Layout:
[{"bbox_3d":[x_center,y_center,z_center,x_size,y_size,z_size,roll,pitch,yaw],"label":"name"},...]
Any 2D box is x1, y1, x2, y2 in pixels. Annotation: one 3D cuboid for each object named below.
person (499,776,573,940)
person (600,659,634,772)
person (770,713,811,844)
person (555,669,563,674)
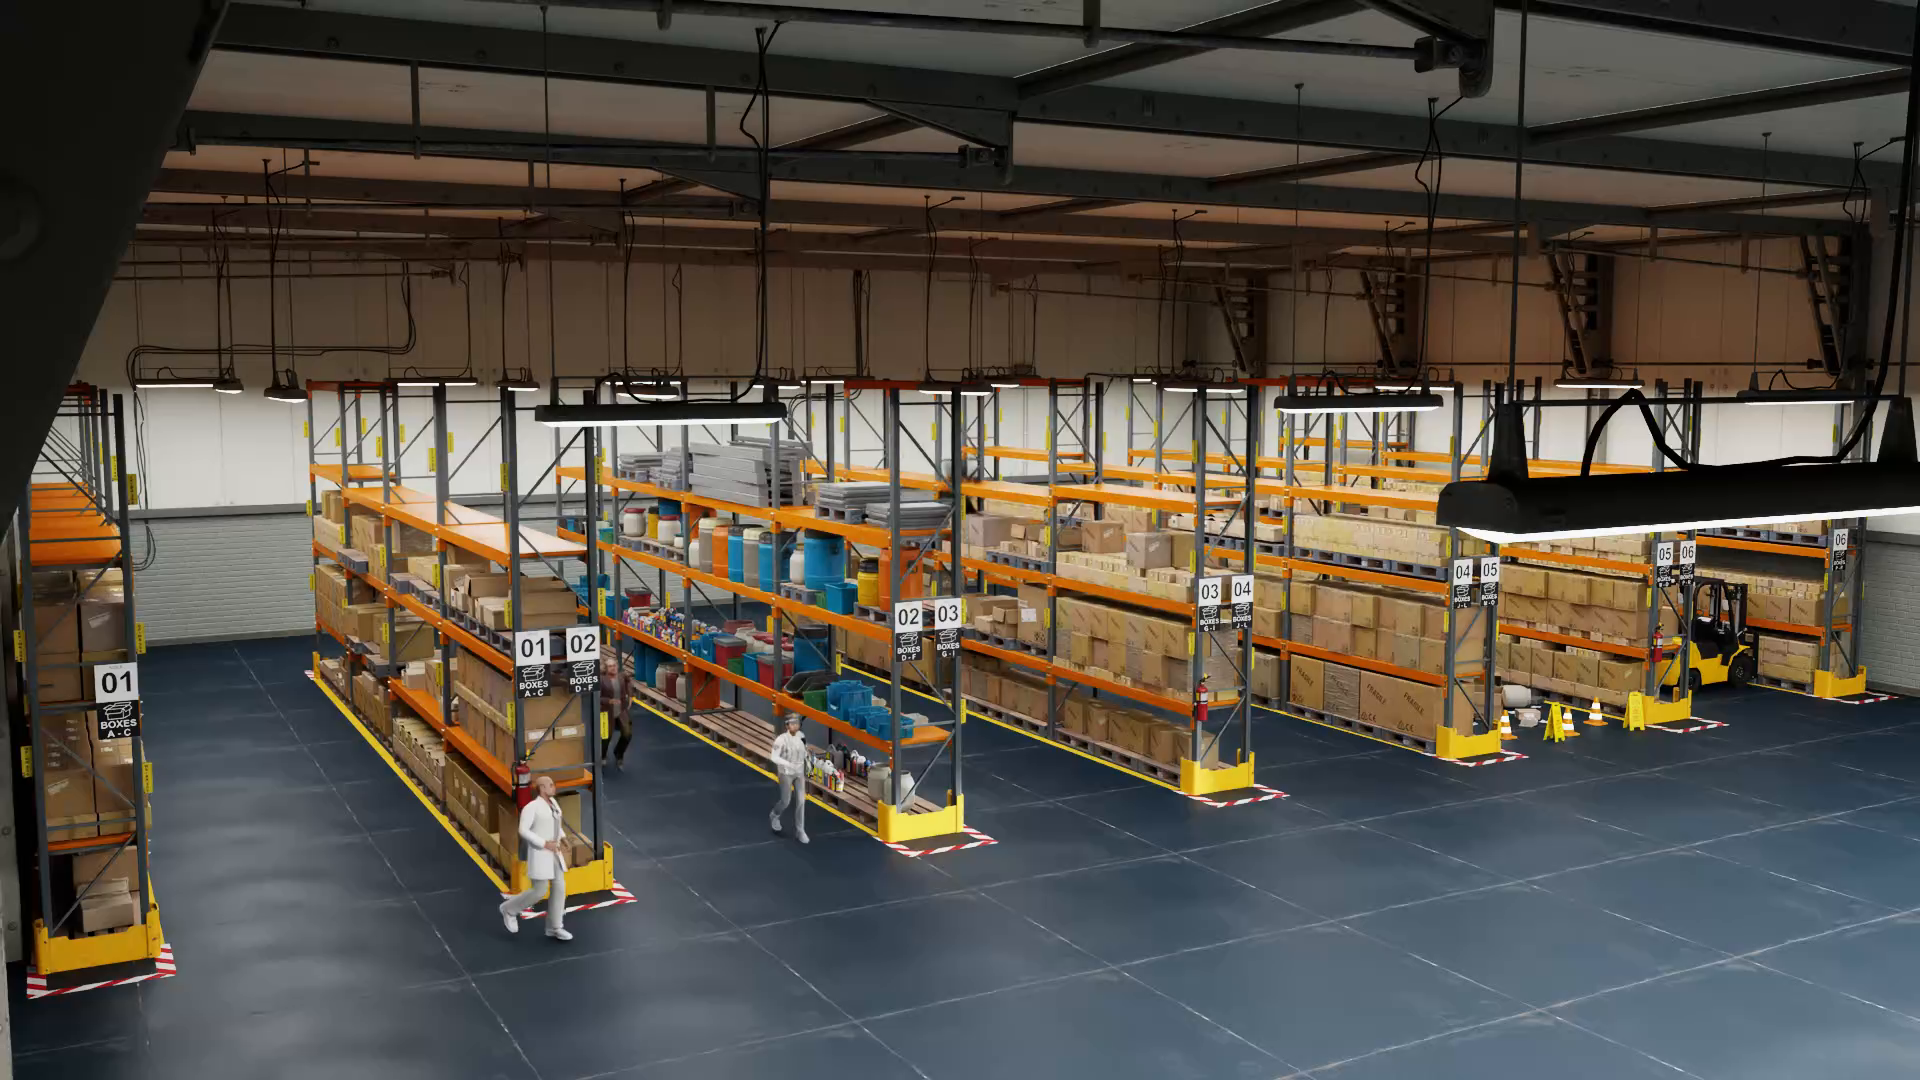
[{"bbox_3d":[-4.618,3.497,18.504,0.904,1.741,0.777,2,6,18],"label":"person"},{"bbox_3d":[-5.358,2.708,25.790,0.729,1.767,0.930,-4,7,-31],"label":"person"},{"bbox_3d":[-2.258,3.135,22.208,0.636,1.717,0.817,-4,7,-34],"label":"person"},{"bbox_3d":[-7.267,2.365,29.514,0.606,1.646,0.925,-6,8,-42],"label":"person"}]
